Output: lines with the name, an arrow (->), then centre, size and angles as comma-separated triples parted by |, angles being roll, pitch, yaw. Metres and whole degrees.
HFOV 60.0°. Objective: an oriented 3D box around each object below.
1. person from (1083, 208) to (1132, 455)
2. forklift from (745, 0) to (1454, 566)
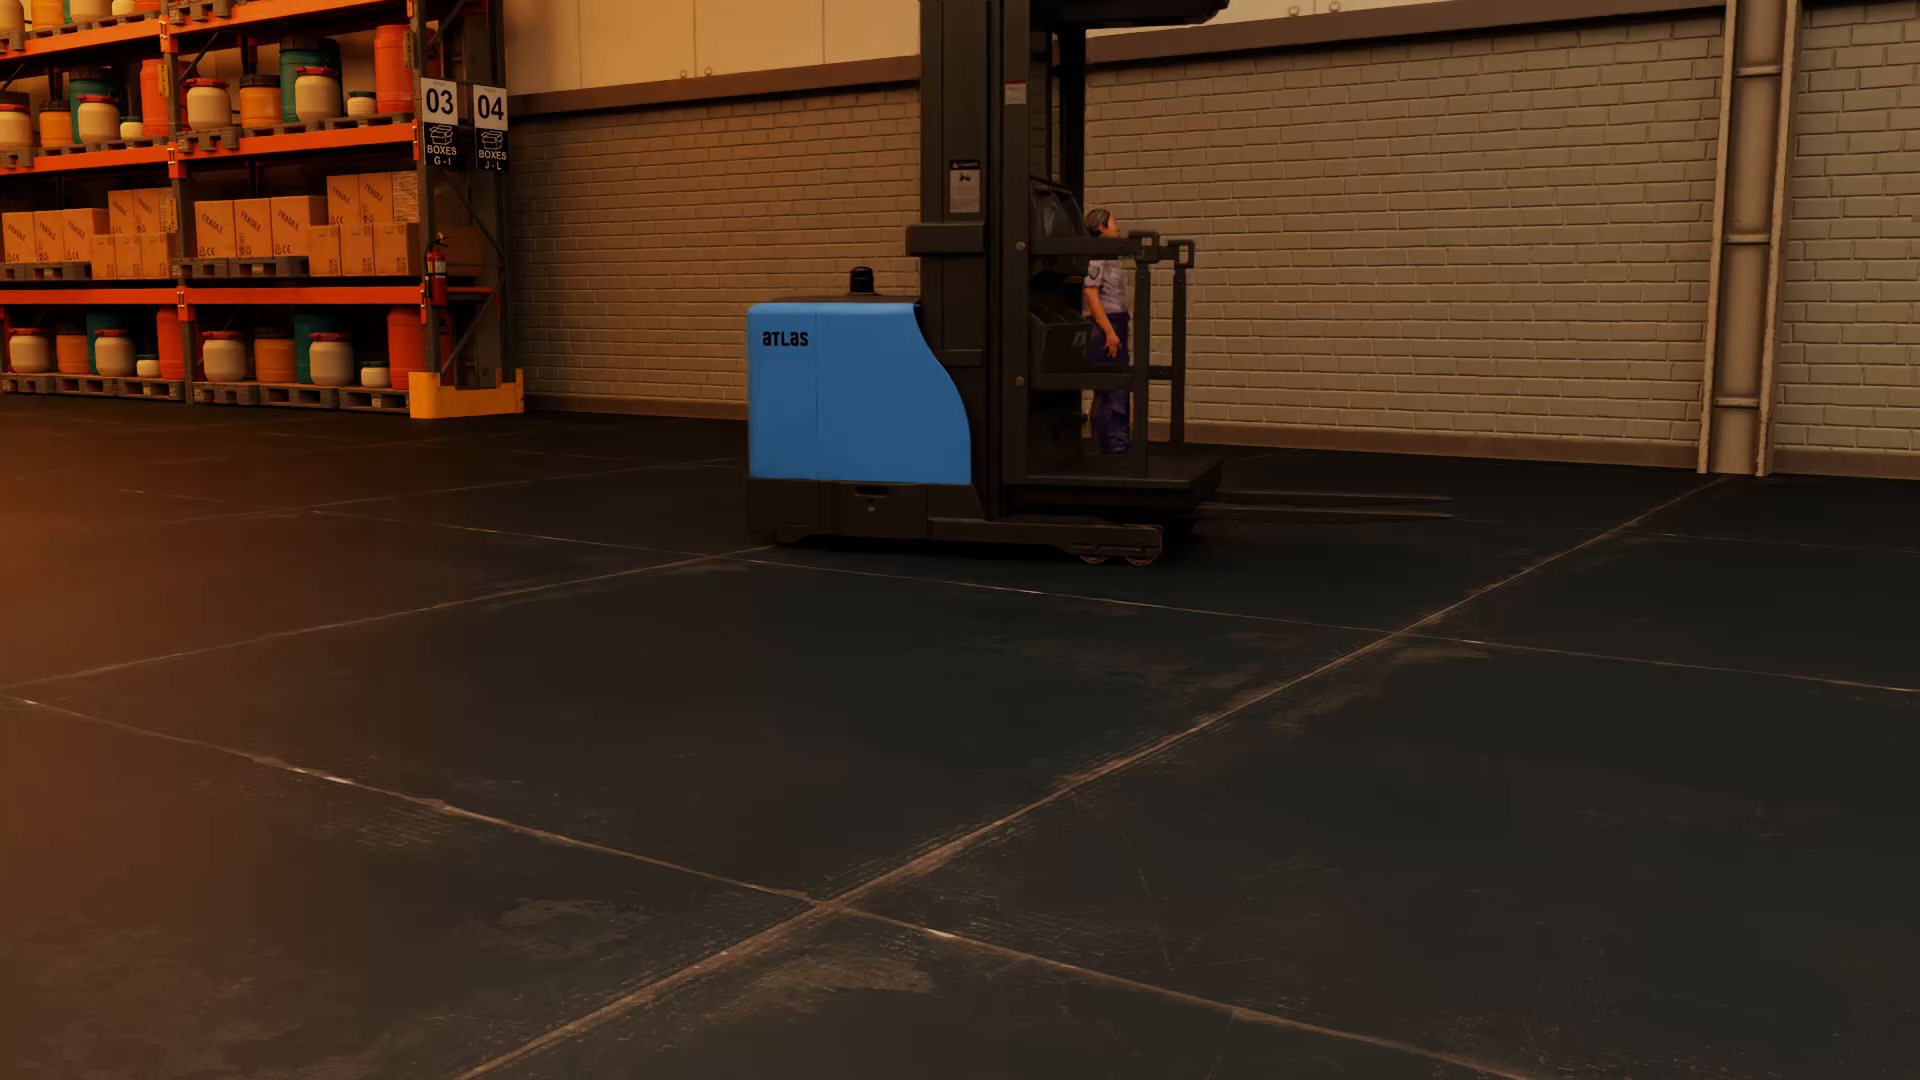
person -> 0.998, -1.234, 10.385 | 0.504, 1.650, 0.597 | 1, 8, 7
forklift -> 0.622, -1.428, 7.234 | 3.031, 2.935, 1.130 | 2, 8, 16
